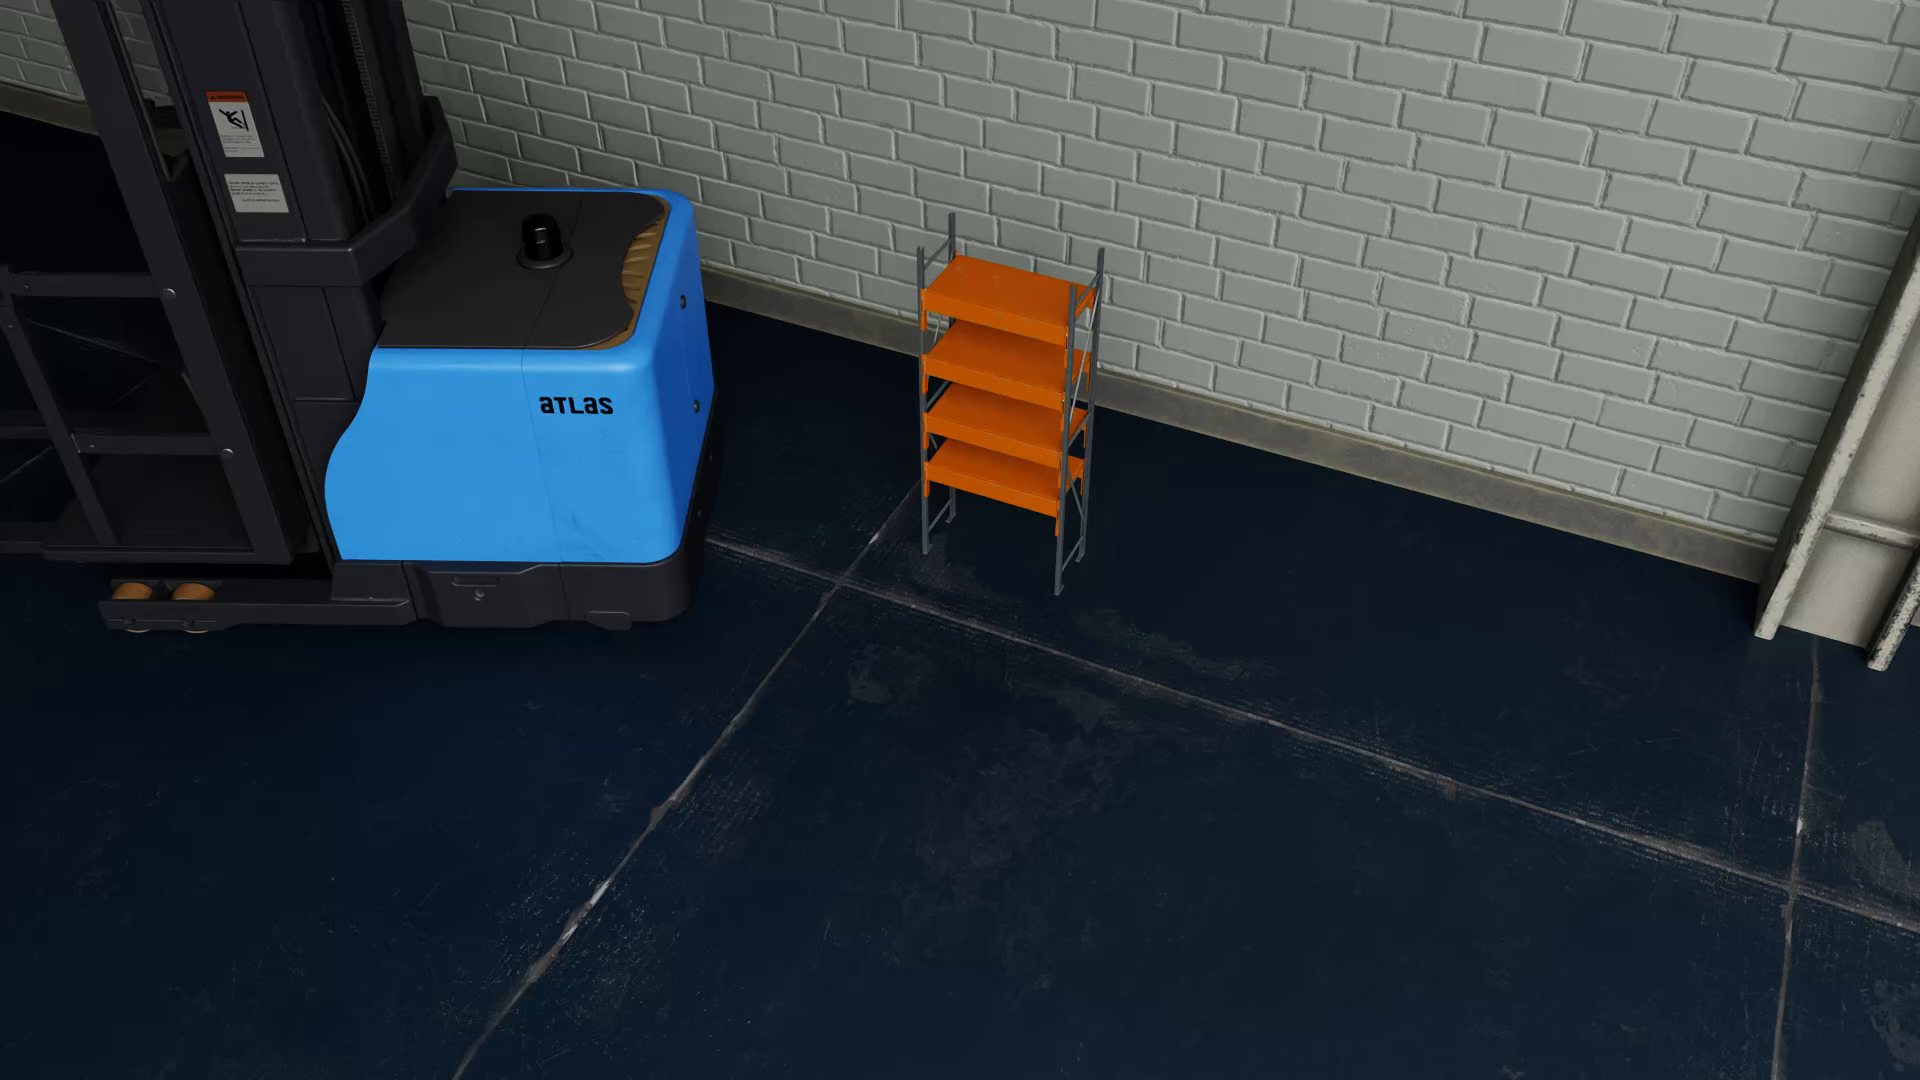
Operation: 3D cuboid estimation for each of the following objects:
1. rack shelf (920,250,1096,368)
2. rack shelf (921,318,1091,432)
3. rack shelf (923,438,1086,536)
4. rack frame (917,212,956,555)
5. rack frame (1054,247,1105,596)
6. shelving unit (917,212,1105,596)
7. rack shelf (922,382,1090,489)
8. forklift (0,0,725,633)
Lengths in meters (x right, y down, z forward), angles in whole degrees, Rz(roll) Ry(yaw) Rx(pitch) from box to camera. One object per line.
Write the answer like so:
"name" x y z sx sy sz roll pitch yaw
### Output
"rack shelf" 0.150 -0.704 5.047 0.480 0.148 0.258 17 44 19
"rack shelf" 0.150 -0.526 5.202 0.480 0.148 0.258 17 44 19
"rack shelf" 0.150 -0.207 5.478 0.480 0.148 0.258 17 44 19
"rack frame" -0.071 -0.475 5.382 0.015 1.200 0.240 17 44 19
"rack frame" 0.371 -0.340 5.226 0.015 1.200 0.240 17 44 19
"shelving unit" 0.150 -0.408 5.304 0.503 1.200 0.258 17 44 19
"rack shelf" 0.150 -0.357 5.348 0.480 0.148 0.258 17 44 19
"forklift" -2.379 -1.151 4.840 3.031 2.935 1.130 1 41 1
